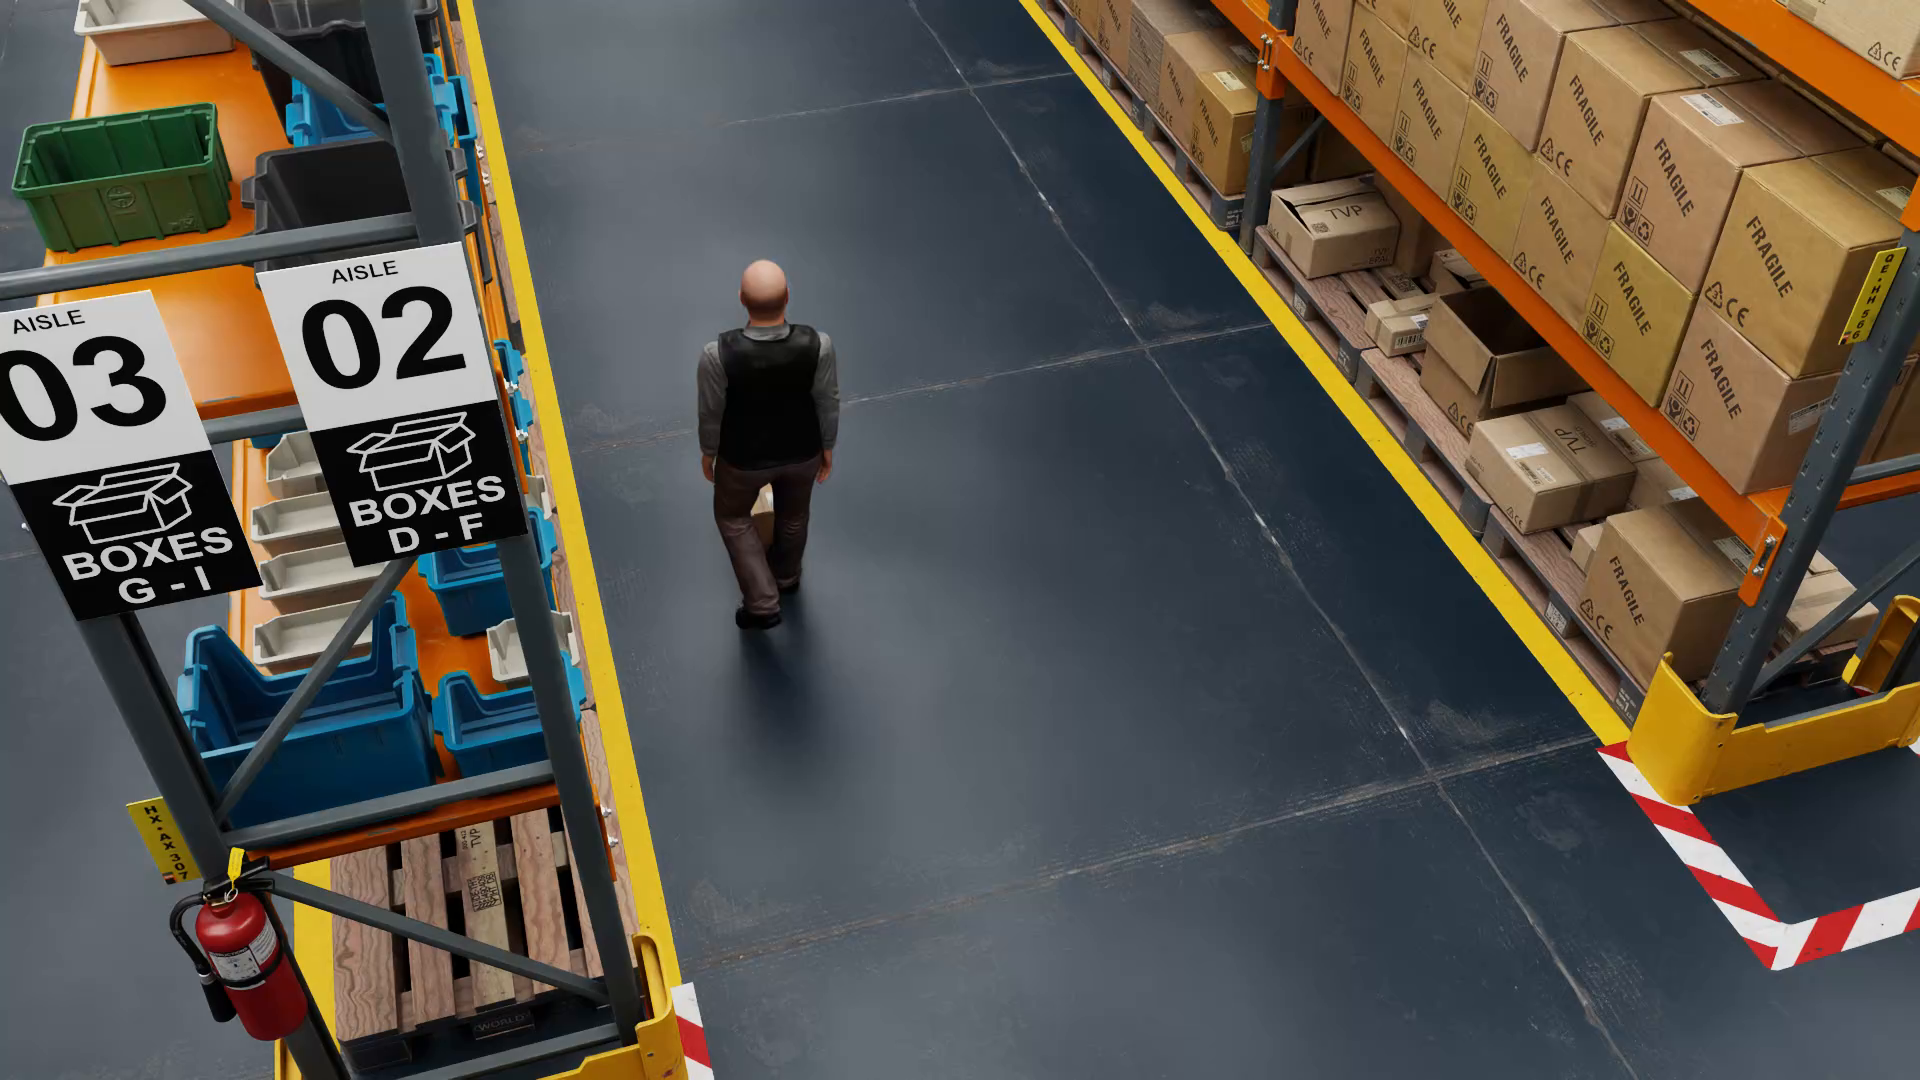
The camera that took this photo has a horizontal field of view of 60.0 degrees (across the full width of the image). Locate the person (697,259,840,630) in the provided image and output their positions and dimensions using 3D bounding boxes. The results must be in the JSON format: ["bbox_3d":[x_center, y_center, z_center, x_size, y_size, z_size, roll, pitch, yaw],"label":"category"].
[{"bbox_3d":[-0.760,-0.390,6.598,0.549,1.712,0.625,-11,43,-12],"label":"person"}]
